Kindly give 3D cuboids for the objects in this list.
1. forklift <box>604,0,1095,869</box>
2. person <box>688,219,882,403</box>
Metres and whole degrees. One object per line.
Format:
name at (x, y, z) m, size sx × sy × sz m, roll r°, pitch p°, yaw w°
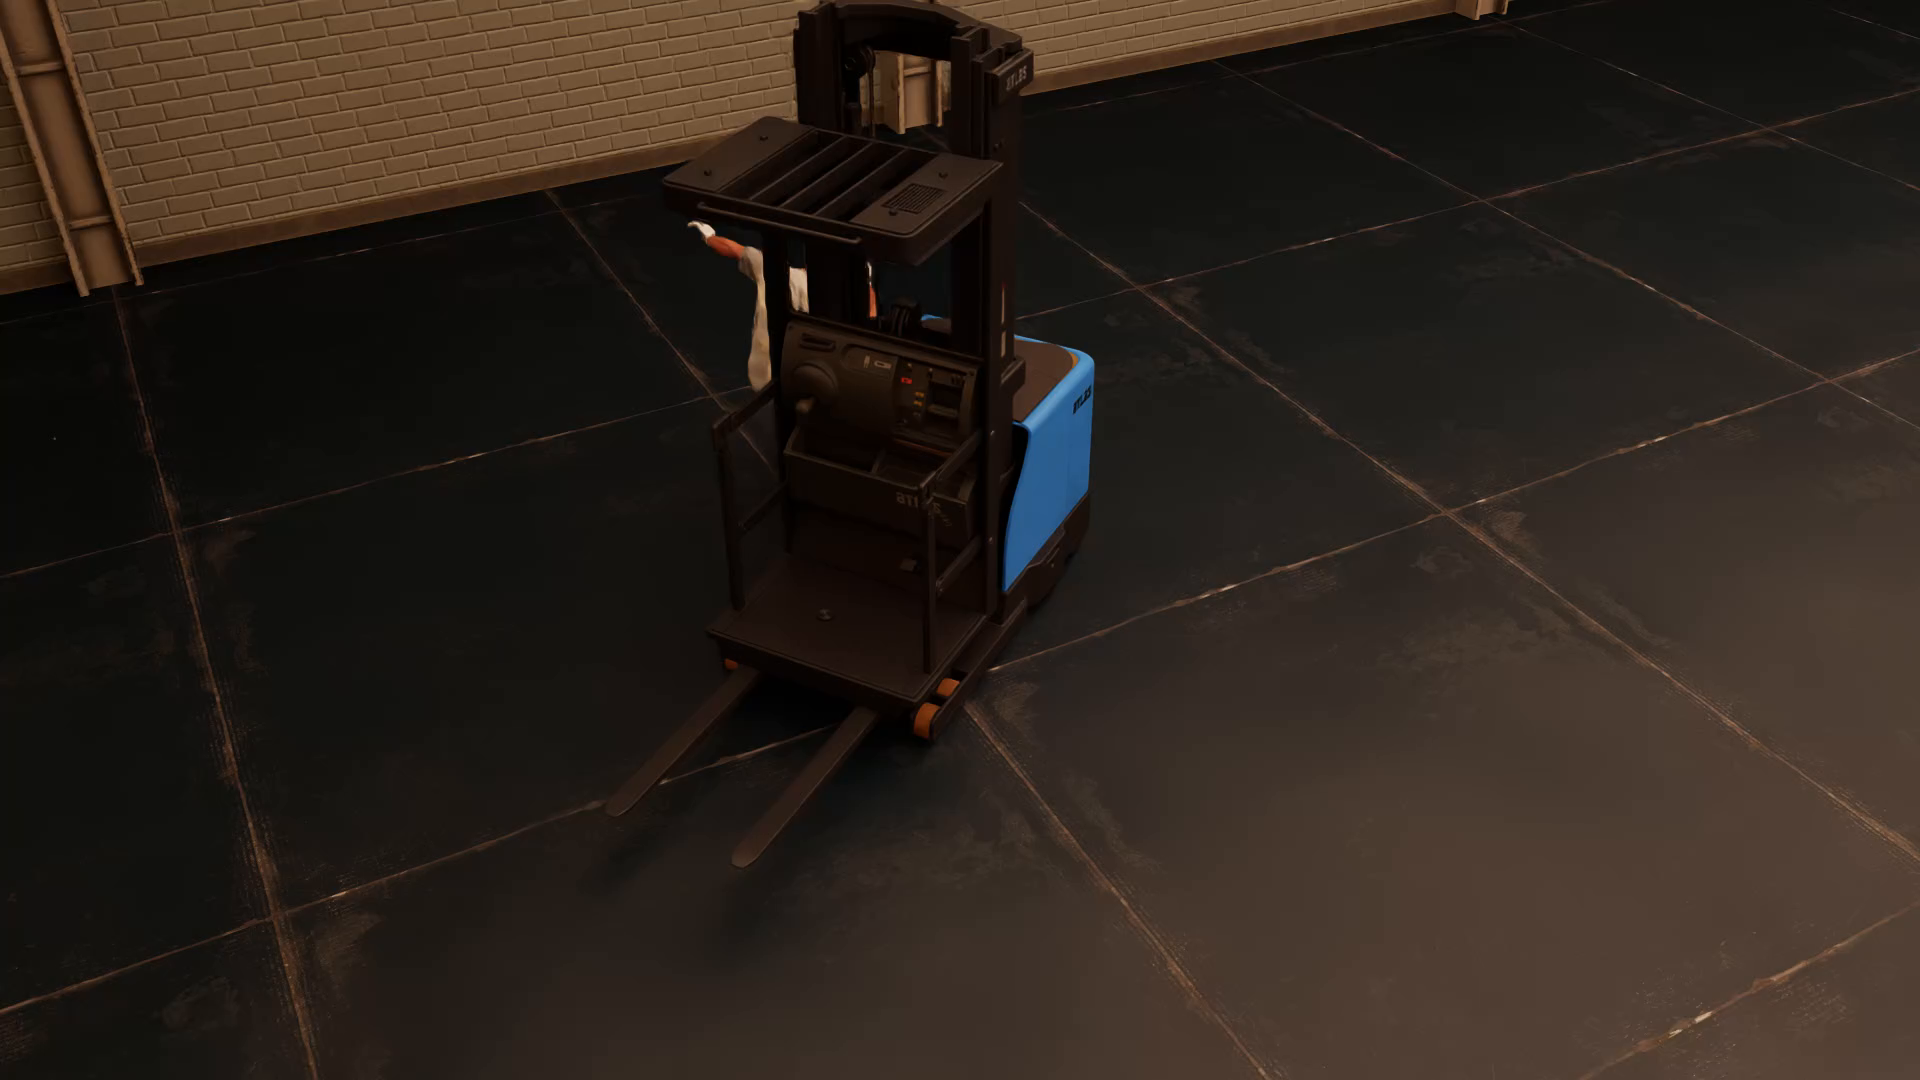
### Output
forklift at (-0.451, -0.601, 6.974) m, size 1.130 × 2.935 × 3.031 m, roll 17°, pitch 38°, yaw 22°
person at (-0.833, -1.012, 8.855) m, size 0.749 × 1.445 × 1.497 m, roll -27°, pitch 43°, yaw -33°
